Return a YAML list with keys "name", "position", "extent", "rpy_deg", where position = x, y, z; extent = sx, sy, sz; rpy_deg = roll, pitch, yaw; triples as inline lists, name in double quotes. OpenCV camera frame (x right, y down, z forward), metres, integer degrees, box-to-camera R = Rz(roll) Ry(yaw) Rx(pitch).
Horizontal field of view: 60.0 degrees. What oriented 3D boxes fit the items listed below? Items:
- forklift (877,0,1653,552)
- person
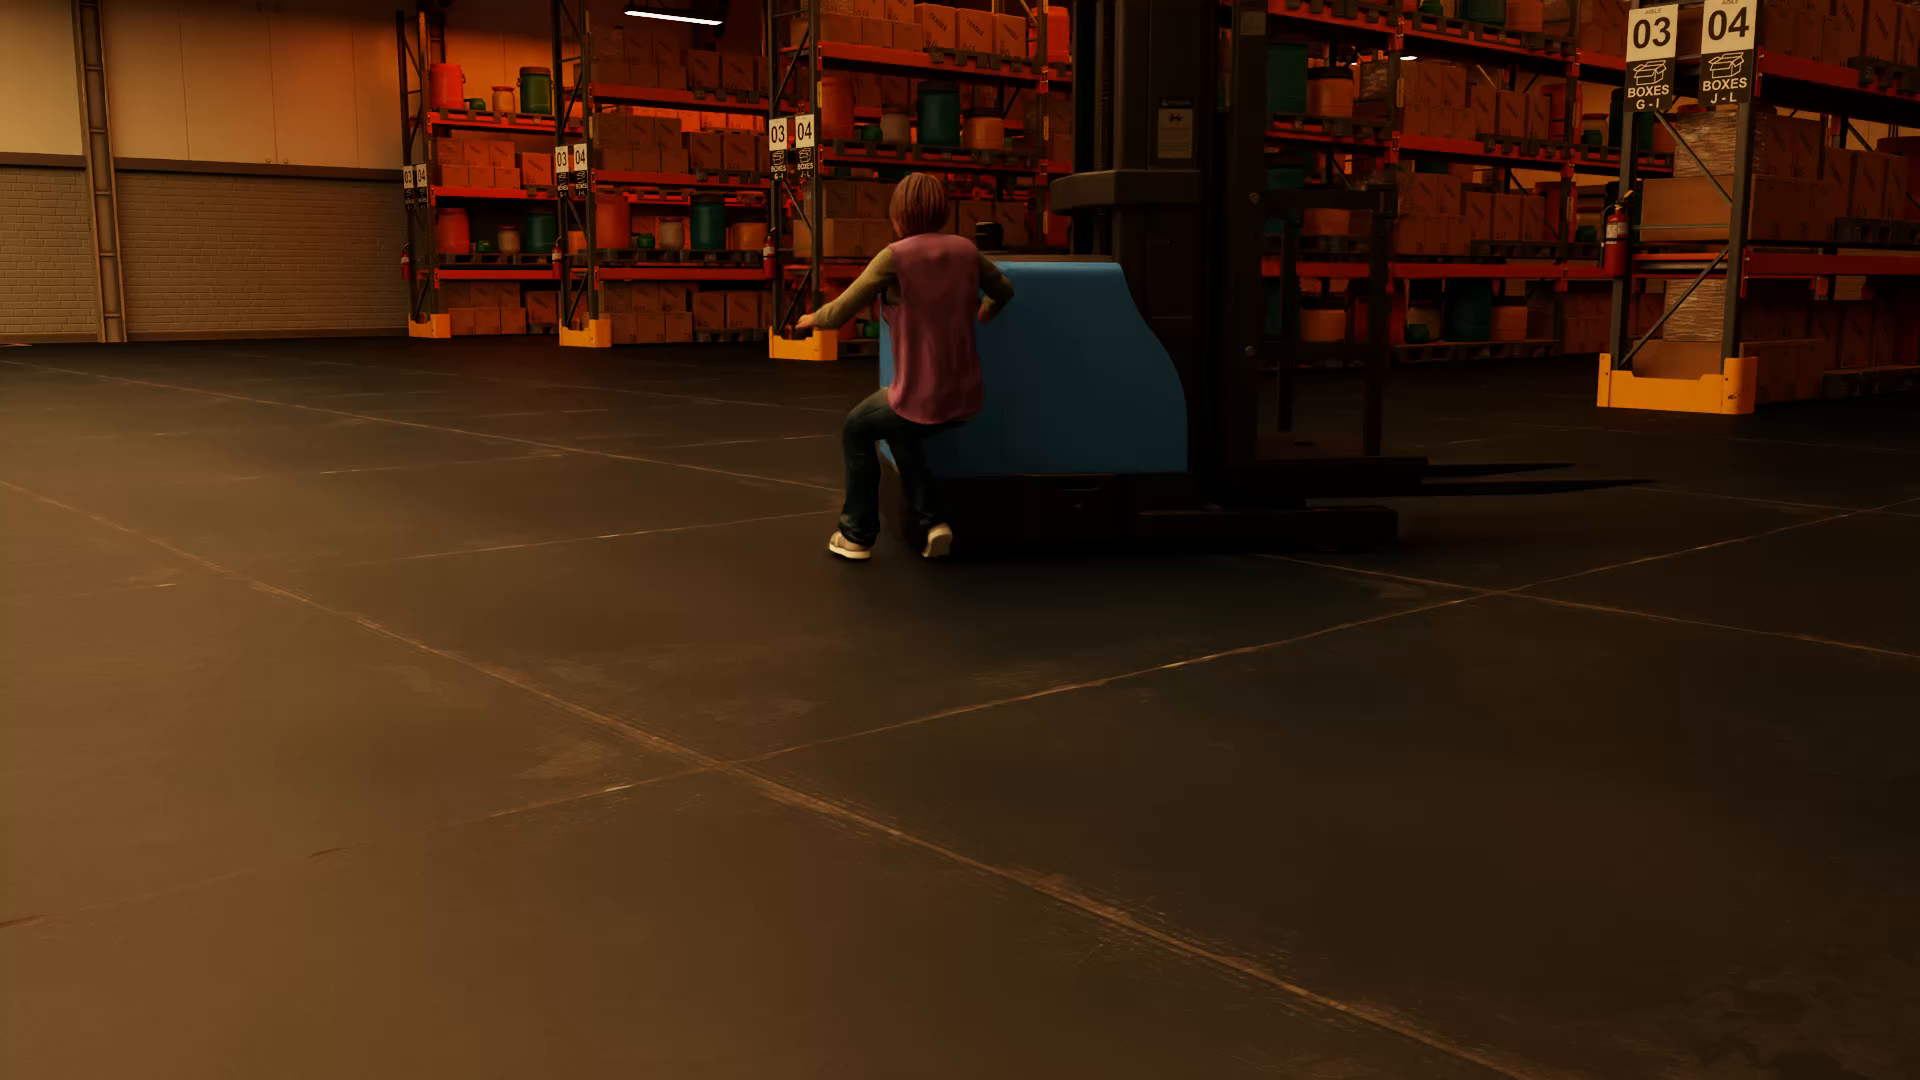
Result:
- name: "forklift"
  position: [1.214, -1.482, 6.535]
  extent: [3.031, 2.935, 1.130]
  rpy_deg: [-1, 9, -8]
- name: "person"
  position: [-0.243, -0.576, 5.852]
  extent: [0.742, 1.381, 0.753]
  rpy_deg: [-8, 12, -43]
